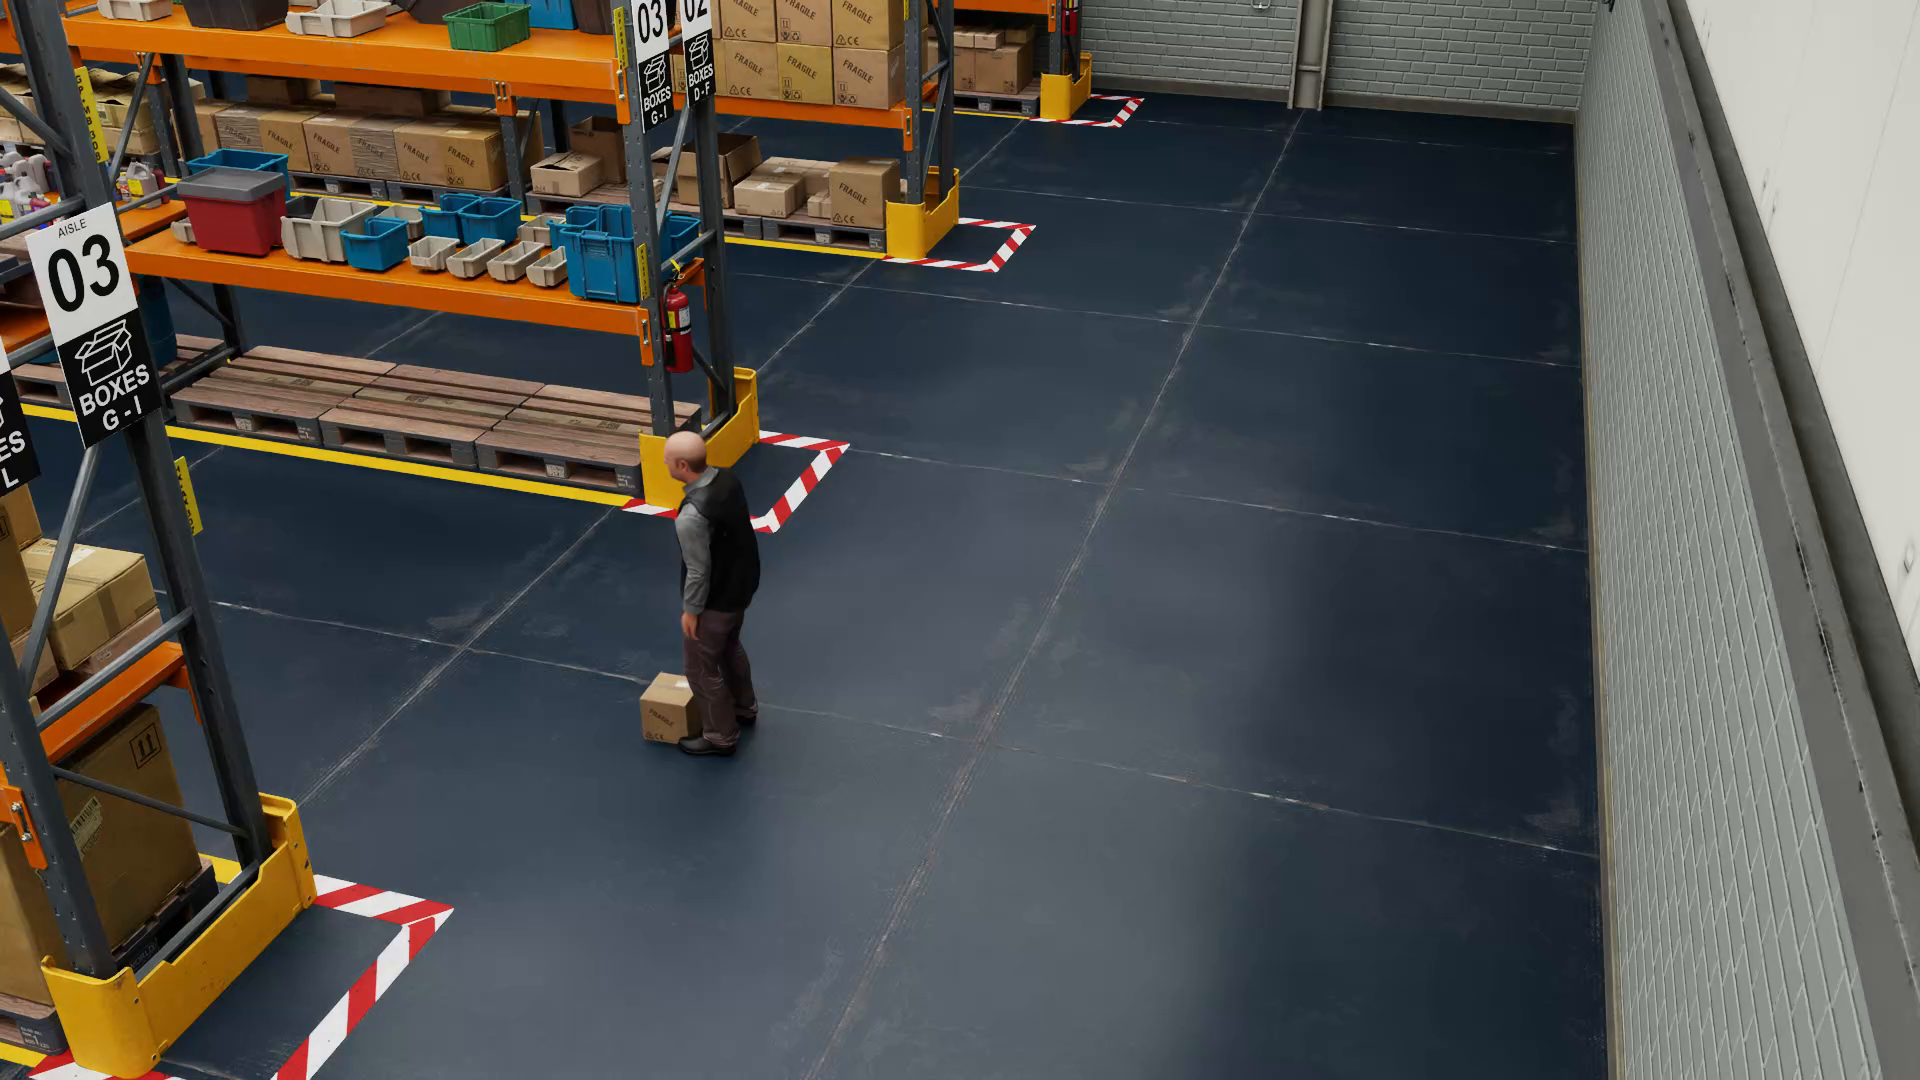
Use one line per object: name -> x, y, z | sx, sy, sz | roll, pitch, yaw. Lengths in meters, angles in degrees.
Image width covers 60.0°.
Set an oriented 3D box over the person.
person -> -1.186, 0.259, 8.069 | 0.425, 1.719, 0.579 | 7, 30, 13
